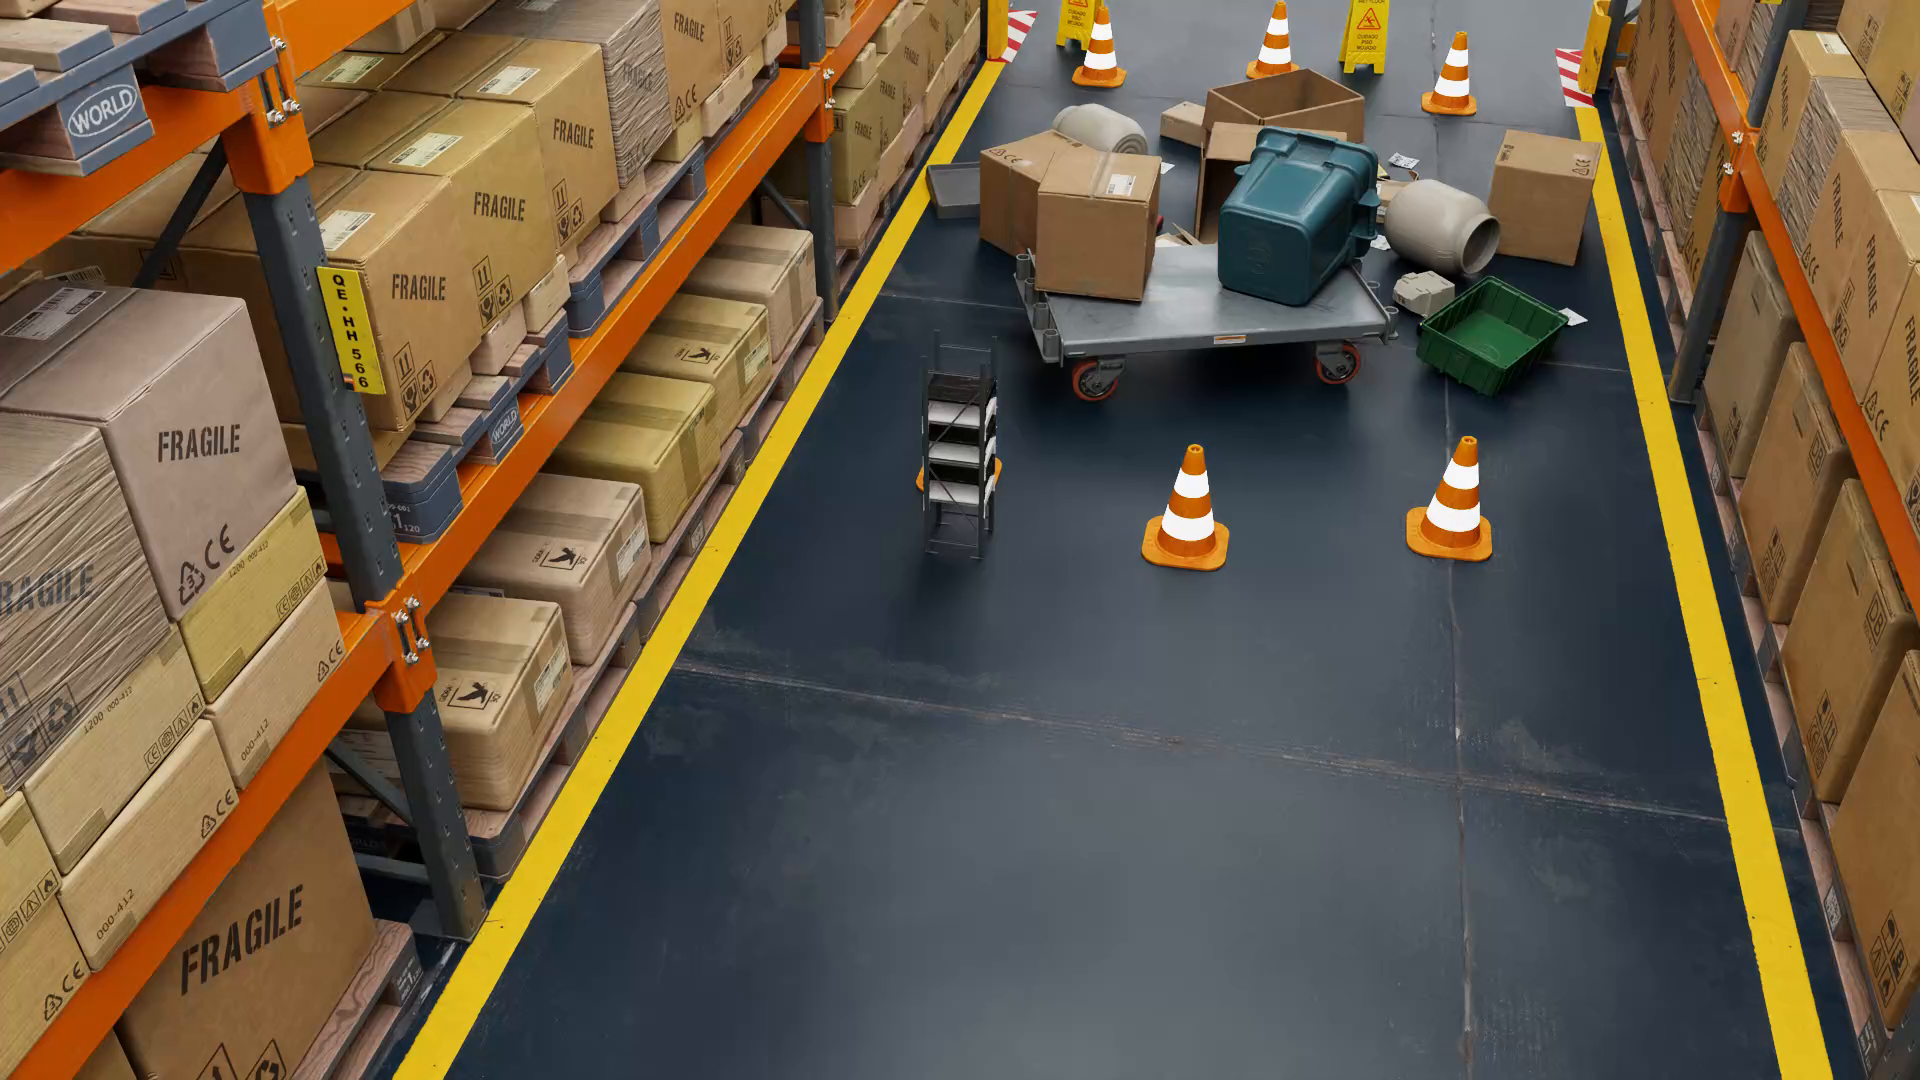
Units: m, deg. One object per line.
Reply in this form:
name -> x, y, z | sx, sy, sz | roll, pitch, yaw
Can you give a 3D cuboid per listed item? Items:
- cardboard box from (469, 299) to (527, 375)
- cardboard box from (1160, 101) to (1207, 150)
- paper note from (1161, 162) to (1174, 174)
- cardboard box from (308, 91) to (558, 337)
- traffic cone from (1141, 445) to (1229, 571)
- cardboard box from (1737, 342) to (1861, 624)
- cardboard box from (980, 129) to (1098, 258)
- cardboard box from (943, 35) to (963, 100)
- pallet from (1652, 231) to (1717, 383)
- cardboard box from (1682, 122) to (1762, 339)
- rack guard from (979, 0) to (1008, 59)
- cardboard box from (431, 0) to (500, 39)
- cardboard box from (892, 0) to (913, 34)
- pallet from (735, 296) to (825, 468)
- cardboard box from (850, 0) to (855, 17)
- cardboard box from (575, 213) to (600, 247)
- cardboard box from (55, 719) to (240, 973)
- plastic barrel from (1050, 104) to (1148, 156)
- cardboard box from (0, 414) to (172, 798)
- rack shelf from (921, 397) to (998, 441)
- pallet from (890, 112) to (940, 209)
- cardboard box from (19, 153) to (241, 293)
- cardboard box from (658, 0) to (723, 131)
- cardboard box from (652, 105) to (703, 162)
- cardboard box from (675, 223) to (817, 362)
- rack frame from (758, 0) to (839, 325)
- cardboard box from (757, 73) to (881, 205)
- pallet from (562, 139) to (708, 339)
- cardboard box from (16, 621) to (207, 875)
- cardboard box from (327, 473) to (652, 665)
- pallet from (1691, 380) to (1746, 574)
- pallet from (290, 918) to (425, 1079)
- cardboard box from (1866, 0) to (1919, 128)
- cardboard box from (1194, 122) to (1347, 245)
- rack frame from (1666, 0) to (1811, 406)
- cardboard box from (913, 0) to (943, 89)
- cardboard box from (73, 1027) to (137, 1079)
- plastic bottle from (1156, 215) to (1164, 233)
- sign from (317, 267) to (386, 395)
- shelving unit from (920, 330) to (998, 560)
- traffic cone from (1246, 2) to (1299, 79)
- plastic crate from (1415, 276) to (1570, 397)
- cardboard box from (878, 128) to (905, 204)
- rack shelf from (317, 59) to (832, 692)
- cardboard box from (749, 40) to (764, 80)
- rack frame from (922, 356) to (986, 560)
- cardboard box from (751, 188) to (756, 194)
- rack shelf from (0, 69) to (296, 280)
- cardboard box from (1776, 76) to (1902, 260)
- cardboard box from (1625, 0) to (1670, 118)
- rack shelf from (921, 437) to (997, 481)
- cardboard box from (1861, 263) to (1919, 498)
cardboard box -> -1.512, -0.623, 4.910 | 0.380, 0.149, 0.250 | 5, 36, 7
cardboard box -> 1.442, -2.511, 10.088 | 0.380, 0.149, 0.250 | 28, 44, 33
paper note -> 1.163, -2.203, 9.773 | 0.148, 0.019, 0.142 | 20, 41, 26
cardboard box -> -1.533, -0.943, 4.798 | 0.500, 0.500, 0.500 | 9, 37, 12
traffic cone -> 0.912, -0.171, 6.592 | 0.336, 0.463, 0.334 | 7, 37, 10
cardboard box -> 3.497, -0.153, 5.964 | 1.050, 0.750, 0.750 | 7, 37, 10
cardboard box -> 0.453, -1.809, 8.818 | 0.500, 0.500, 0.500 | -24, 42, -30
cardboard box -> -0.279, -2.933, 10.226 | 0.500, 0.250, 0.500 | 7, 37, 10
pallet -> 3.991, -1.111, 8.103 | 1.003, 0.211, 1.213 | 7, 37, 10
cardboard box -> 3.954, -1.475, 7.682 | 0.875, 0.875, 0.875 | 8, 37, 11
rack guard -> -0.267, -3.614, 11.310 | 1.175, 0.500, 0.348 | 7, 37, 10
cardboard box -> -1.811, -1.610, 5.718 | 0.500, 0.500, 0.500 | 6, 36, 8
cardboard box -> -0.468, -2.817, 8.875 | 0.380, 0.149, 0.250 | 9, 37, 13
pallet -> -1.270, -0.801, 7.675 | 1.003, 0.211, 1.213 | 7, 37, 10
cardboard box -> -0.722, -2.566, 7.949 | 0.380, 0.149, 0.250 | 8, 37, 11
cardboard box -> -1.436, -1.093, 5.559 | 0.380, 0.149, 0.250 | 9, 37, 12
cardboard box -> -1.908, 0.595, 3.501 | 0.500, 0.250, 0.500 | 8, 37, 11
plastic barrel -> 0.787, -2.252, 9.497 | 0.421, 0.421, 0.512 | -24, 42, -30
cardboard box -> -1.916, 0.096, 3.124 | 0.500, 0.500, 0.500 | 8, 37, 11
rack shelf -> -0.002, -0.478, 6.393 | 0.258, 0.077, 0.200 | 7, 37, 10
pallet -> -0.738, -2.338, 9.796 | 1.003, 0.211, 1.213 | 7, 37, 10
cardboard box -> -2.134, -0.709, 4.476 | 0.500, 0.500, 0.500 | 6, 36, 9
cardboard box -> -1.201, -1.834, 6.028 | 0.500, 0.500, 0.500 | 9, 37, 12
cardboard box -> -1.178, -1.532, 6.164 | 0.380, 0.149, 0.250 | 7, 37, 10
cardboard box -> -1.215, -1.181, 7.705 | 0.950, 0.372, 0.625 | 8, 37, 11
rack frame -> -1.106, -2.376, 7.473 | 1.000, 3.000, 0.127 | 7, 37, 10
cardboard box -> -0.716, -2.041, 8.356 | 0.500, 0.500, 0.500 | 9, 37, 12
pallet -> -1.577, -1.145, 5.938 | 1.003, 0.211, 1.213 | 7, 37, 10
cardboard box -> -1.921, 0.379, 3.372 | 0.500, 0.250, 0.500 | 6, 36, 9
cardboard box -> -1.680, 0.064, 5.987 | 0.950, 0.372, 0.625 | 7, 36, 9
pallet -> 3.661, -0.233, 6.891 | 1.003, 0.211, 1.213 | 7, 37, 10
pallet -> -2.202, 1.489, 4.516 | 1.003, 0.211, 1.213 | 7, 37, 10
cardboard box -> 3.544, -1.678, 5.573 | 0.700, 0.500, 0.500 | 7, 36, 9
cardboard box -> 1.655, -1.852, 8.761 | 0.797, 0.637, 0.503 | 7, 37, 10
rack frame -> 3.752, -1.814, 6.696 | 1.000, 3.000, 0.127 | 7, 37, 10
cardboard box -> -0.390, -2.950, 9.610 | 0.500, 0.500, 0.500 | 6, 36, 9
cardboard box -> -2.383, 1.504, 3.572 | 0.875, 0.875, 0.875 | 8, 37, 11
plastic bottle -> 1.002, -1.691, 9.031 | 0.133, 0.061, 0.283 | 14, 38, 18
sign -> -1.417, -0.484, 3.875 | 0.100, 0.325, 0.005 | 7, 37, 10
shelving unit -> -0.002, -0.360, 6.479 | 0.258, 0.900, 0.210 | 7, 37, 10
traffic cone -> 2.074, -3.290, 10.895 | 0.336, 0.463, 0.334 | 7, 37, 10
plastic crate -> 2.509, -0.962, 7.869 | 0.450, 0.188, 0.662 | 36, 48, 26
cardboard box -> -0.613, -2.045, 9.000 | 0.500, 0.250, 0.500 | 9, 37, 13
rack shelf -> -1.533, -0.938, 6.102 | 1.077, 0.370, 4.000 | 7, 37, 10
cardboard box -> -1.019, -1.966, 6.763 | 0.380, 0.149, 0.250 | 6, 36, 9
rack frame -> -0.023, -0.301, 6.399 | 0.240, 0.900, 0.006 | 7, 37, 10
cardboard box -> -1.241, -2.109, 8.451 | 0.500, 0.500, 0.500 | 7, 36, 9
rack shelf -> -2.387, 0.140, 2.057 | 1.077, 0.370, 4.000 | 7, 37, 10
cardboard box -> 3.269, -1.297, 5.898 | 0.500, 0.500, 0.500 | 8, 37, 10
cardboard box -> 4.526, -3.020, 9.813 | 0.875, 0.875, 0.875 | 8, 37, 10
rack shelf -> -0.002, -0.333, 6.499 | 0.258, 0.077, 0.200 | 7, 37, 10
cardboard box -> 2.946, -0.425, 4.695 | 0.500, 0.500, 0.500 | 7, 36, 9
